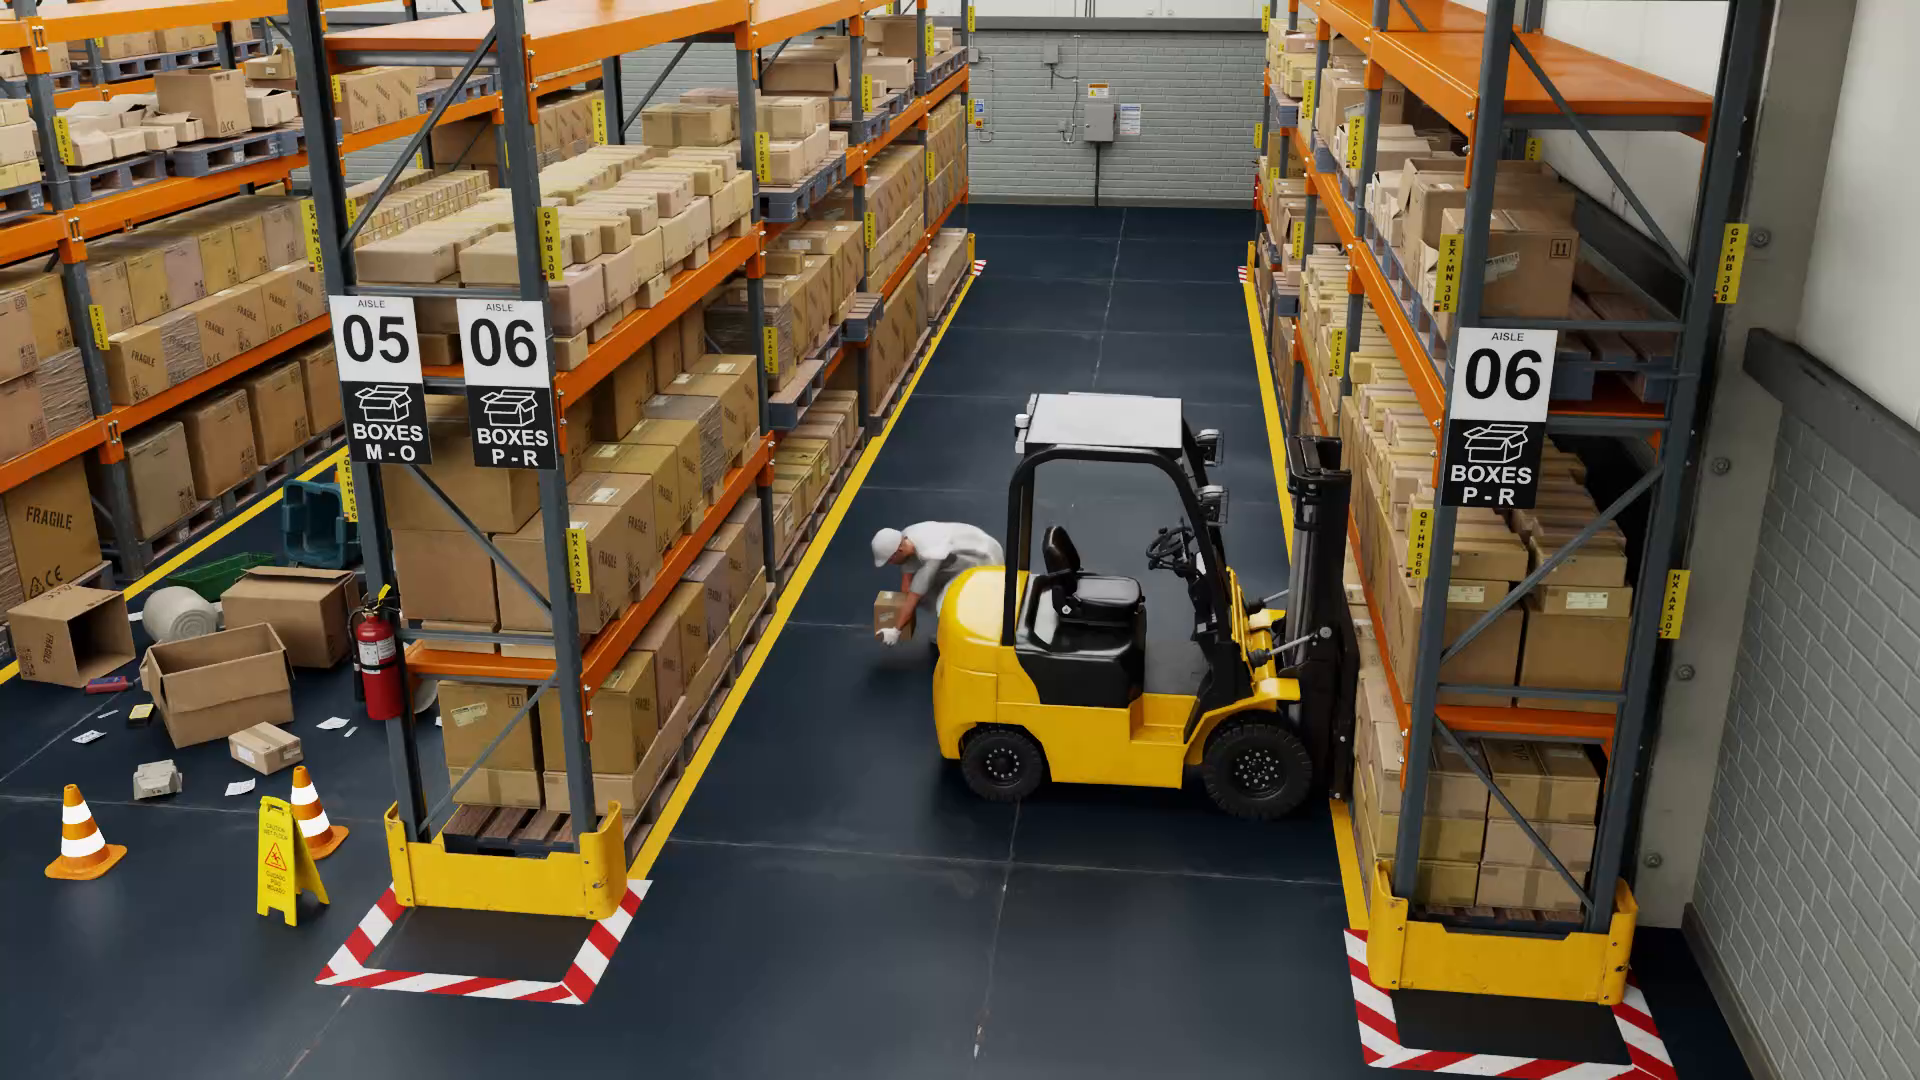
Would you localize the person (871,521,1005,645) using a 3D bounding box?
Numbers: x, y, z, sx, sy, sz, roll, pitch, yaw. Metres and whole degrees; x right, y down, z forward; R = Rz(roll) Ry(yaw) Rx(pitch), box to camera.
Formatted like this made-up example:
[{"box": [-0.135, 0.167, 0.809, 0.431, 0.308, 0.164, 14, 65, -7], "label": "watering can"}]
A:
[{"box": [-0.159, 0.324, 11.338, 0.947, 0.978, 0.534, -9, 23, -23], "label": "person"}]
